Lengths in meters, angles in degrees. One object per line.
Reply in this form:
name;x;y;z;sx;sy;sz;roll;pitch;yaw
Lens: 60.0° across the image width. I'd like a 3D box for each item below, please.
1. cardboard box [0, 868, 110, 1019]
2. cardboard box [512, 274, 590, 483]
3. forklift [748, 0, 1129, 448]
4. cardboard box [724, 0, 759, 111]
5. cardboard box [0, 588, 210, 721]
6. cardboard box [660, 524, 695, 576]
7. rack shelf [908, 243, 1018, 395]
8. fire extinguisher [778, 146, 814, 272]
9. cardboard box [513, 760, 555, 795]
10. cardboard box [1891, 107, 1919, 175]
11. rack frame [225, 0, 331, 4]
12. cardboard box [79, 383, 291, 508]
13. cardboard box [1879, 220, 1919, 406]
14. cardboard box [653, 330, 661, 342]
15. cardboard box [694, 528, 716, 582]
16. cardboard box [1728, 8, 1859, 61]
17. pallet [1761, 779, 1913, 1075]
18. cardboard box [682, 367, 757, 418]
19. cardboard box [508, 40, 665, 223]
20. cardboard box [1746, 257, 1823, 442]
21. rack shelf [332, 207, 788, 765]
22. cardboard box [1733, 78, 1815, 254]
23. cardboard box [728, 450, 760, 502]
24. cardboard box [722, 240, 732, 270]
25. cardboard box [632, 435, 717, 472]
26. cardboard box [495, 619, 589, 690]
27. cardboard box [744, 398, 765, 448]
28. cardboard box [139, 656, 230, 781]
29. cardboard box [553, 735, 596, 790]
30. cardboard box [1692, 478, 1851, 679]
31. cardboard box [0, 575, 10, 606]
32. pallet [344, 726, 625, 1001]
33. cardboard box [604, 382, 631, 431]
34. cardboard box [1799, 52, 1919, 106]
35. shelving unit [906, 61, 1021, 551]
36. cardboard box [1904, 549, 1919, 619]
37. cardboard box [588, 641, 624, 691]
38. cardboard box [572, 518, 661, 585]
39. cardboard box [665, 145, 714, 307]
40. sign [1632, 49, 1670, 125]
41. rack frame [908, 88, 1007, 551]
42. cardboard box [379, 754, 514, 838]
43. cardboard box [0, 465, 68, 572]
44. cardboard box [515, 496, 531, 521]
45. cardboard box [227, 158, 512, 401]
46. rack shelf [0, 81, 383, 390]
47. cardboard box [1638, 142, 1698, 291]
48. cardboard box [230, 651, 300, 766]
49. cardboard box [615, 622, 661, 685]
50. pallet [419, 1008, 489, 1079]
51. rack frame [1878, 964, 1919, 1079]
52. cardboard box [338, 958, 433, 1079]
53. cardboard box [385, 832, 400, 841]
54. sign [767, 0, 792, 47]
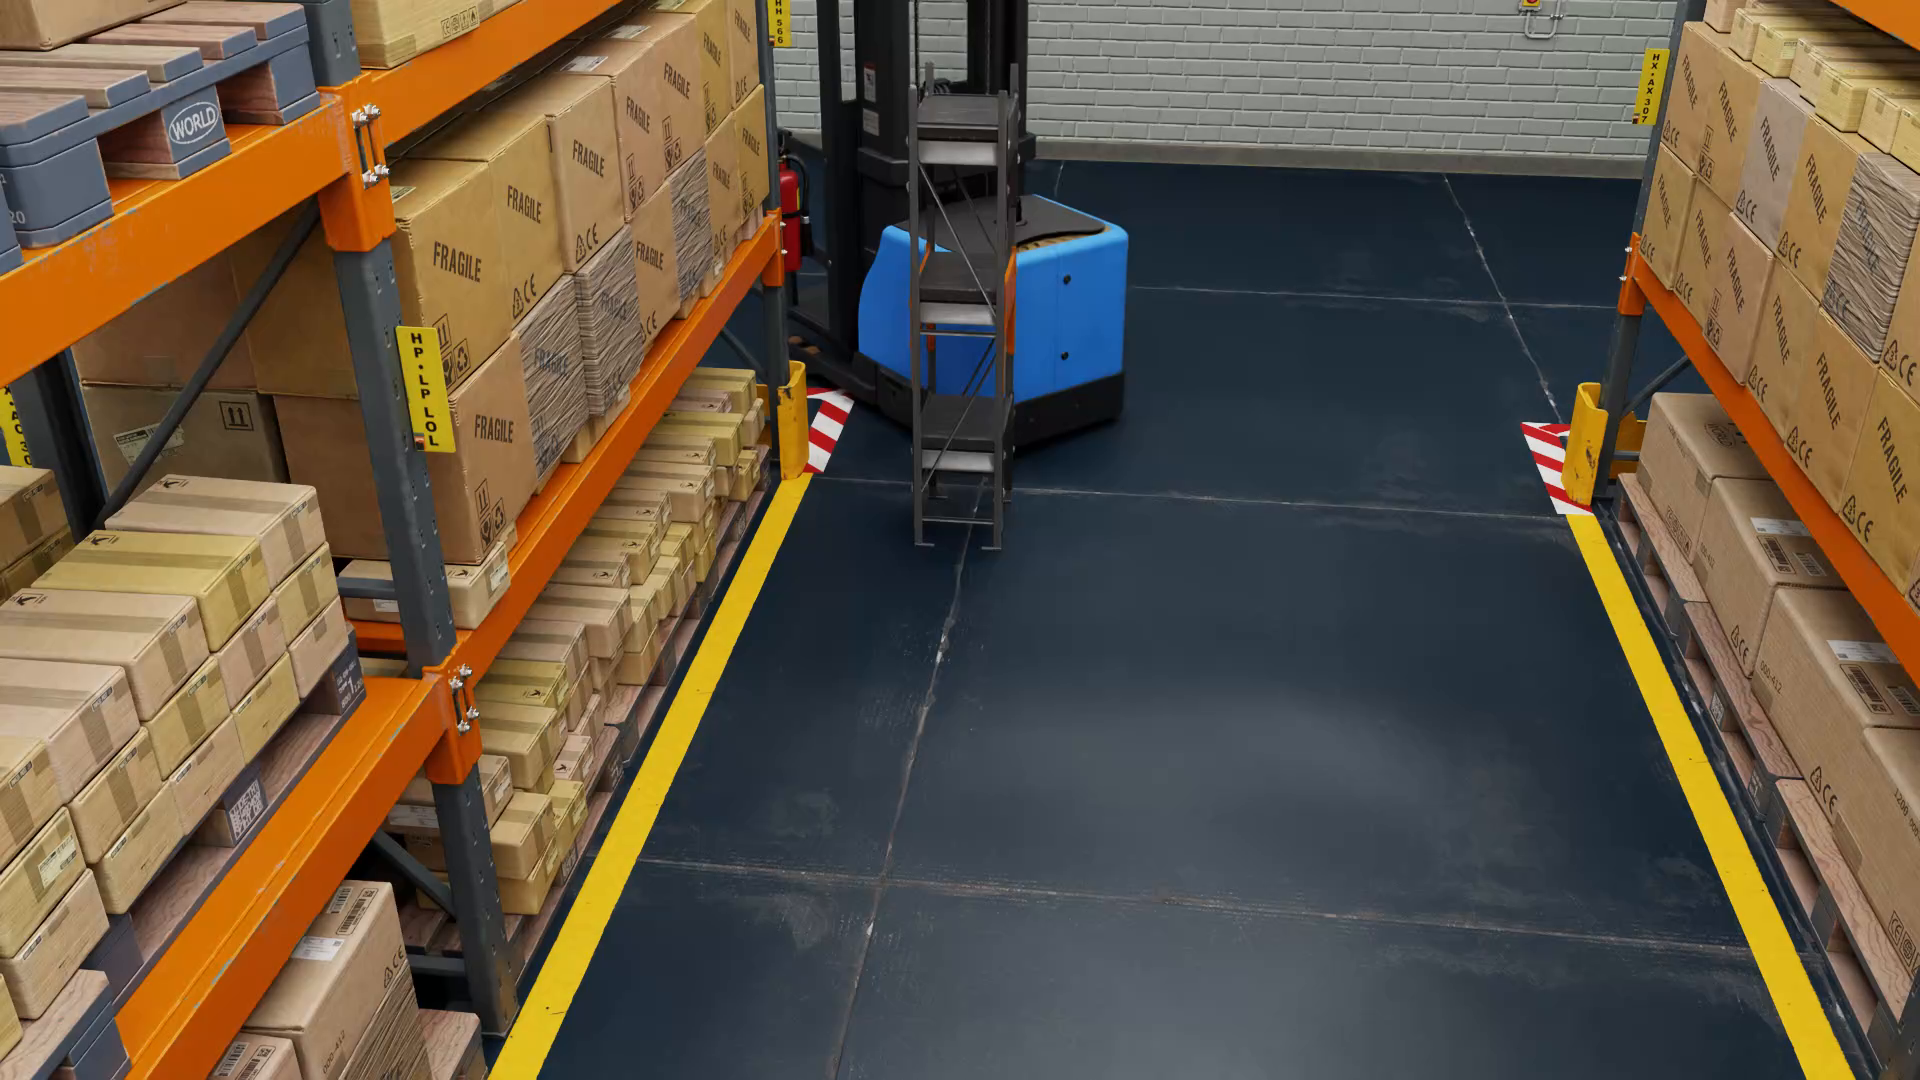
cardboard box;-1.824;0.729;3.056;0.380;0.149;0.250;2;28;4
cardboard box;-1.484;-0.511;5.116;0.500;0.500;0.500;3;28;6
forklift;-0.396;-2.350;9.022;1.130;2.935;3.031;-19;34;-31
cardboard box;-1.167;-2.152;7.109;0.500;0.500;0.500;3;28;5
cardboard box;-1.769;0.228;3.359;0.380;0.149;0.250;2;28;5
cardboard box;-1.302;0.046;6.751;0.380;0.149;0.250;5;29;9
rack shelf;0.020;-0.990;7.403;0.431;0.518;0.480;3;28;6
fire extinguisher;-0.869;-1.660;8.144;0.296;0.674;0.183;3;28;6
cardboard box;-1.544;0.779;5.391;0.380;0.149;0.250;4;29;7
cardboard box;3.018;-1.175;4.925;0.380;0.149;0.250;3;28;5
rack frame;-1.848;-2.525;2.949;1.000;3.000;0.127;3;28;6
cardboard box;-2.069;-0.303;4.731;0.500;0.500;0.500;3;28;6
cardboard box;2.931;-0.605;4.550;0.500;0.500;0.500;3;28;5
cardboard box;-1.363;-0.885;6.495;0.380;0.149;0.250;2;28;4
cardboard box;-1.251;0.050;7.057;0.380;0.149;0.250;2;28;4
cardboard box;3.142;-1.902;6.275;0.380;0.149;0.250;4;29;8
pallet;3.248;1.230;5.243;1.003;0.211;1.213;3;28;6
cardboard box;-1.172;-0.695;7.812;0.380;0.149;0.250;4;29;7
cardboard box;-1.346;-1.419;5.748;0.500;0.500;0.500;2;28;4
cardboard box;3.064;-0.647;5.682;0.500;0.500;0.500;4;29;8
rack shelf;-1.603;-0.509;6.290;1.077;0.370;4.000;3;28;6
cardboard box;3.114;-1.315;5.869;0.500;0.500;0.500;3;28;6
cardboard box;-1.147;-0.310;7.725;0.380;0.149;0.250;4;29;8
cardboard box;-1.201;-1.252;7.177;0.380;0.149;0.250;3;28;6
cardboard box;-1.260;-0.332;7.140;0.380;0.149;0.250;2;28;4
cardboard box;-1.516;0.402;5.777;0.380;0.149;0.250;3;28;5
cardboard box;-1.140;-0.562;7.881;0.380;0.149;0.250;3;28;5
cardboard box;-1.765;0.350;3.446;0.380;0.149;0.250;5;29;8
cardboard box;-1.473;0.788;5.687;0.380;0.149;0.250;3;28;6
cardboard box;3.482;0.164;6.541;0.875;0.438;0.875;4;29;8
cardboard box;-2.383;0.192;3.740;0.380;0.149;0.250;3;28;5
pallet;-1.801;1.026;5.624;1.003;0.211;1.213;3;28;6
cardboard box;-1.376;-0.510;5.799;0.380;0.149;0.250;5;29;8
cardboard box;3.075;-1.536;5.594;0.380;0.149;0.250;4;29;7
shelving unit;0.020;-1.002;7.397;0.431;2.100;0.503;3;28;6
cardboard box;2.880;0.079;4.335;0.500;0.500;0.500;4;29;7
cardboard box;-1.457;0.407;6.081;0.380;0.149;0.250;5;29;9
cardboard box;-1.384;0.040;6.449;0.380;0.149;0.250;3;29;6
cardboard box;-1.279;-1.234;6.459;0.500;0.500;0.500;3;29;6
sign;3.017;-1.978;7.262;0.100;0.325;0.005;3;28;6
rack frame;-0.010;-0.887;7.183;0.400;2.100;0.015;3;28;6
cardboard box;-1.600;0.774;5.086;0.380;0.149;0.250;4;29;8
cardboard box;-2.353;-0.061;3.896;0.380;0.149;0.250;5;29;9
cardboard box;-1.550;-0.142;5.116;0.380;0.149;0.250;2;28;4
cardboard box;-1.551;-0.697;4.408;0.500;0.500;0.500;4;29;7
rack shelf;-2.093;0.054;2.084;1.077;0.370;4.000;3;28;6
cardboard box;3.223;-1.361;7.009;0.500;0.500;0.500;3;28;6
cardboard box;-1.732;0.363;3.736;0.380;0.149;0.250;4;29;6
cardboard box;-1.366;0.420;6.370;0.380;0.149;0.250;3;28;5
pallet;-1.942;1.710;4.353;1.003;0.211;1.213;3;28;6
rack frame;3.080;0.356;3.926;0.949;2.616;0.053;3;28;6
cardboard box;-1.689;1.395;4.191;0.500;0.500;0.500;3;28;5
cardboard box;-2.023;0.864;5.546;0.380;0.149;0.250;4;29;8
sign;-0.810;-2.374;7.440;0.100;0.325;0.005;3;28;6
